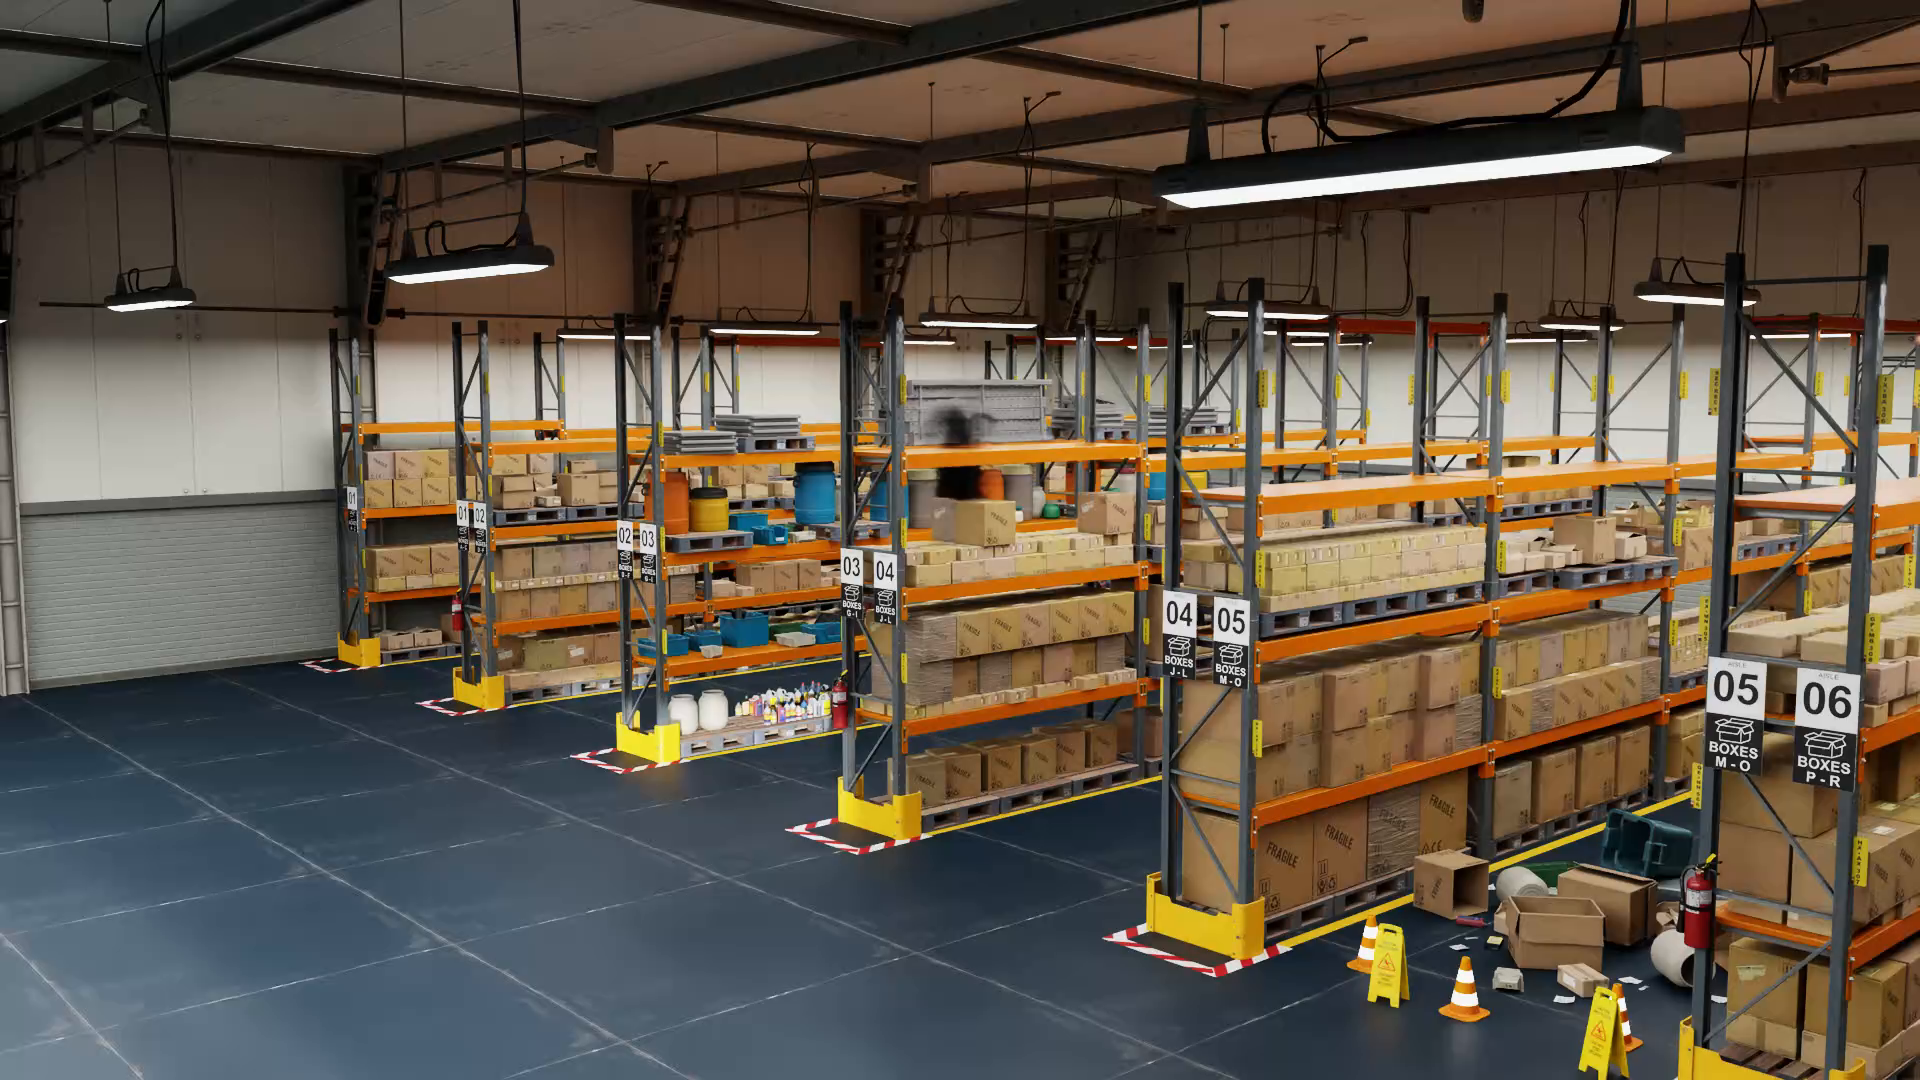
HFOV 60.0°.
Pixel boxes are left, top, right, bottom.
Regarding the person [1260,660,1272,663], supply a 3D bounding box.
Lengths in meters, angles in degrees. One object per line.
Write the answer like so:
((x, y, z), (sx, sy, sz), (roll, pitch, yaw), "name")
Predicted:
((3.685, 2.094, 20.073), (0.655, 1.739, 0.780), (5, 8, 42), "person")
